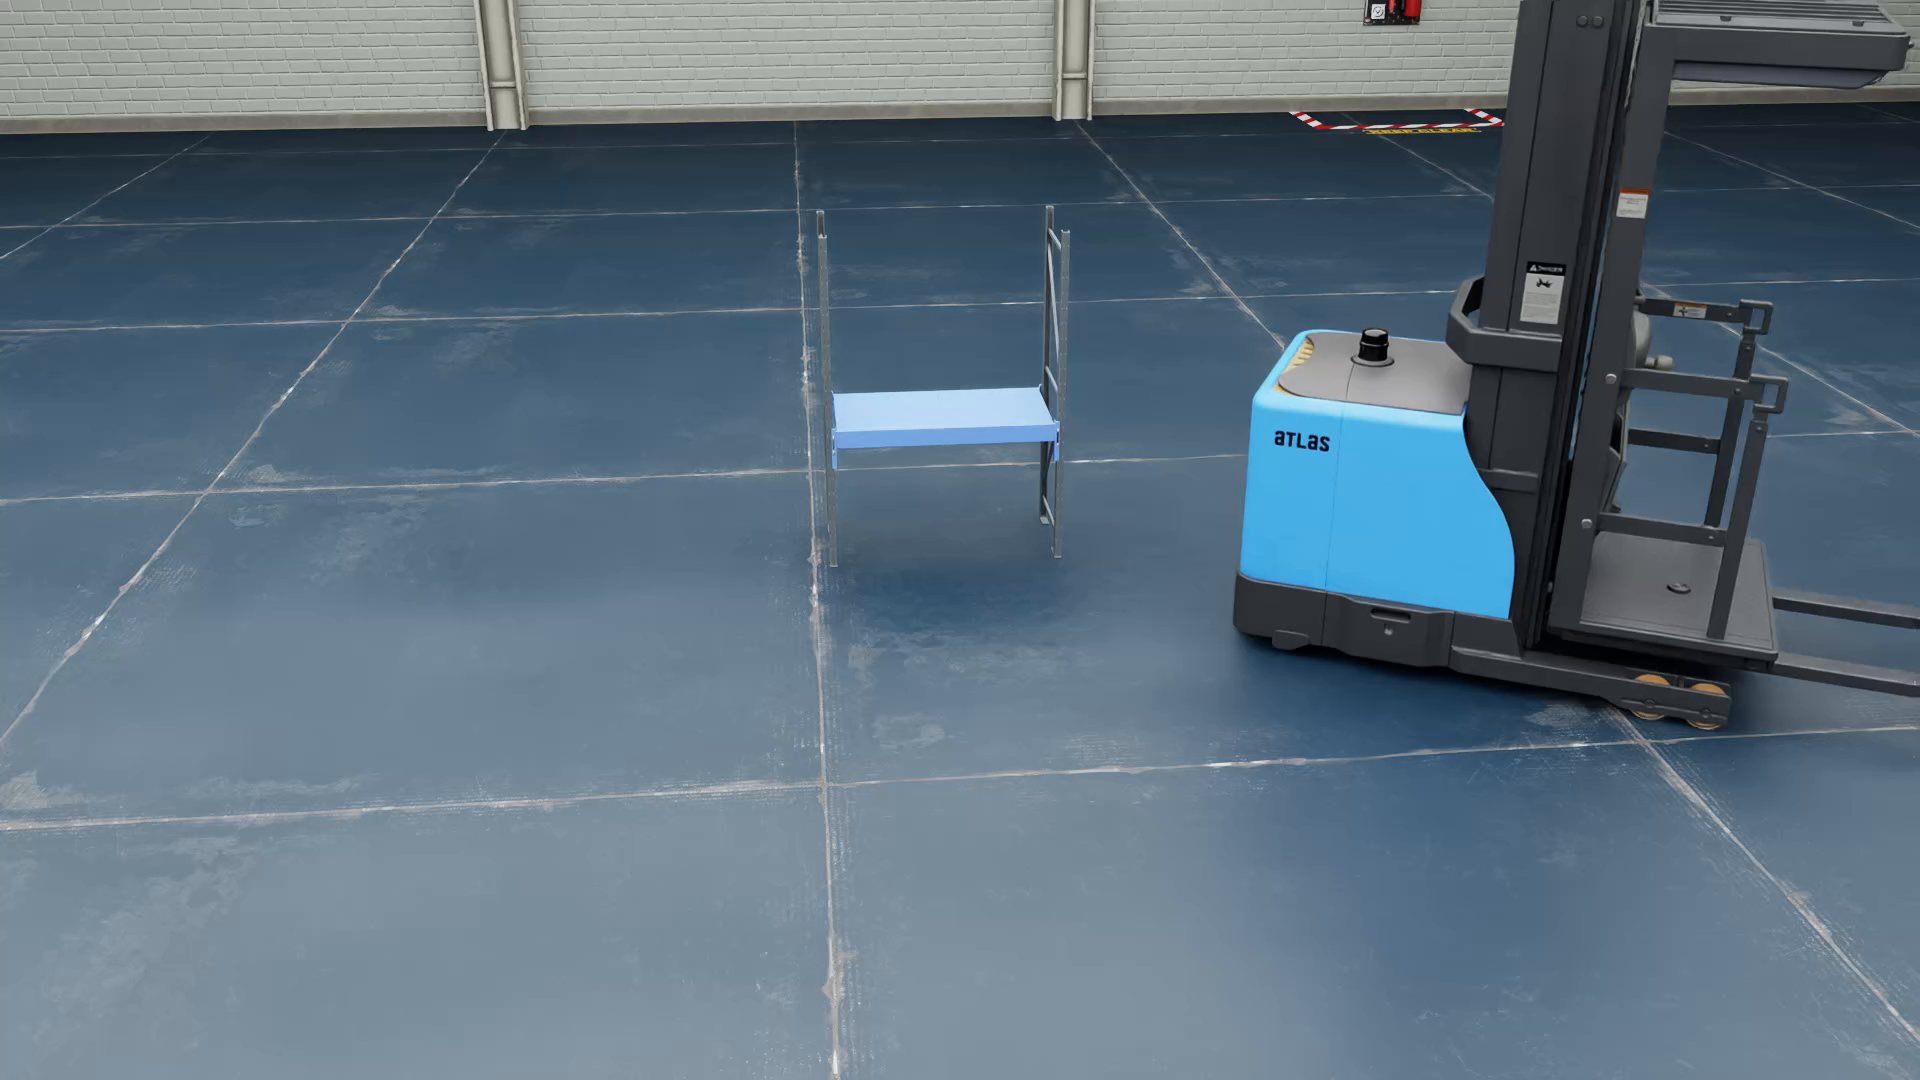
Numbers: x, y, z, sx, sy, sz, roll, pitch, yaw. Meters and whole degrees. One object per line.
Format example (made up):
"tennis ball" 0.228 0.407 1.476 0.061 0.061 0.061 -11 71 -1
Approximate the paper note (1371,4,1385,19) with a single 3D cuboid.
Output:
"paper note" 4.540 -5.736 18.047 0.142 0.148 0.016 -2 24 -5

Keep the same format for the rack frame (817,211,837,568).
"rack frame" -0.591 -0.662 7.392 0.032 1.500 0.500 -2 24 -5

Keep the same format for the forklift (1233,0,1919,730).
"forklift" 2.686 -0.881 6.123 3.031 2.935 1.130 9 26 19

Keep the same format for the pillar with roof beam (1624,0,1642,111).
"pillar with roof beam" 7.609 -7.203 12.875 0.400 9.000 9.100 -2 24 -5

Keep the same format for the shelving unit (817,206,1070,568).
"shelving unit" -0.085 -0.682 7.438 1.048 1.500 0.538 -2 24 -5

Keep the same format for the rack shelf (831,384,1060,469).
"rack shelf" -0.085 -0.518 7.511 1.000 0.185 0.538 -2 24 -5

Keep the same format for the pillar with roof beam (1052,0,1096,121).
"pillar with roof beam" 1.638 -6.963 12.336 0.400 9.000 9.100 -2 24 -5

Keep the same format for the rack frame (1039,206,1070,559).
"rack frame" 0.421 -0.702 7.483 0.032 1.500 0.500 -2 24 -5

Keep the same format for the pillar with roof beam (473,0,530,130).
"pillar with roof beam" -4.333 -6.723 11.797 0.400 9.000 9.100 -2 24 -5

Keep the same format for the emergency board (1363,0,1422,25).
"emergency board" 4.723 -6.118 17.821 0.643 1.169 0.194 -2 24 -5
